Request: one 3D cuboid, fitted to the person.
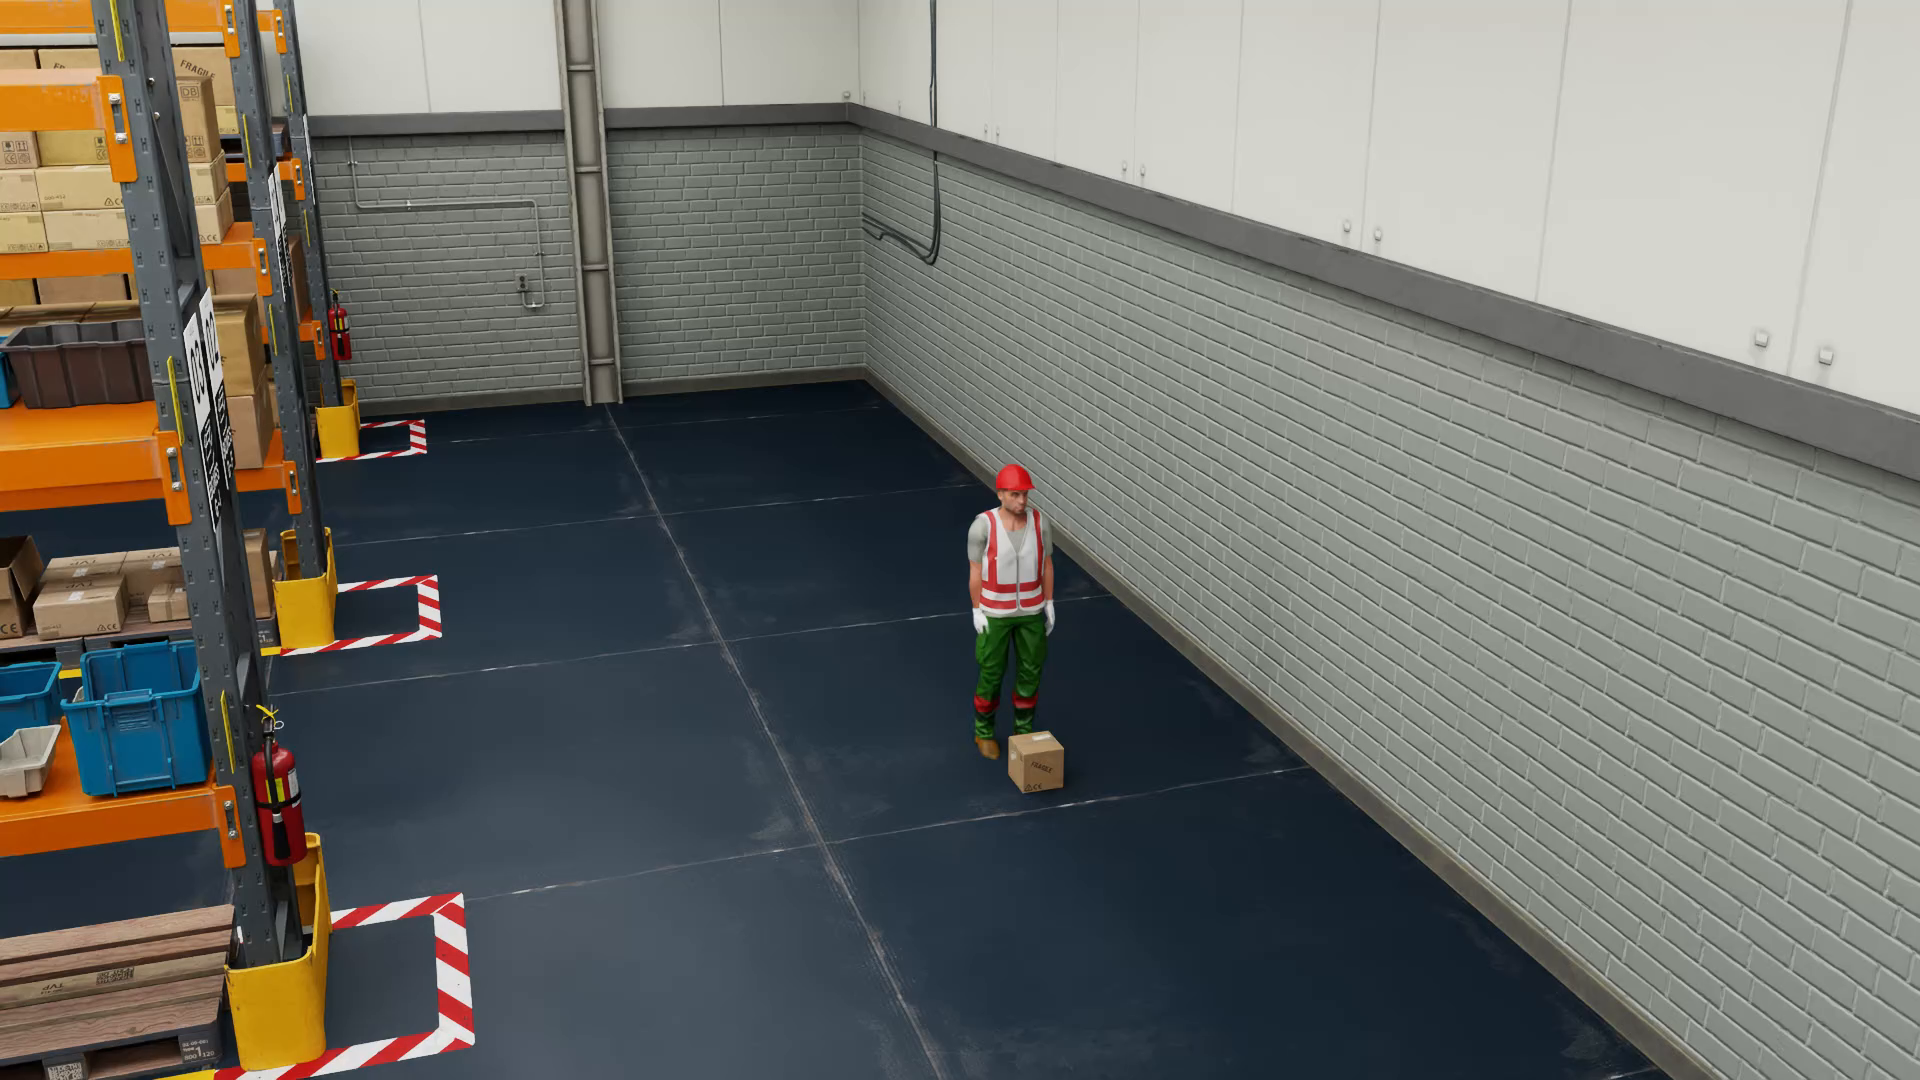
[{"bbox_3d":[0.311,0.428,9.827,0.524,1.805,0.346,-6,20,-16],"label":"person"}]
